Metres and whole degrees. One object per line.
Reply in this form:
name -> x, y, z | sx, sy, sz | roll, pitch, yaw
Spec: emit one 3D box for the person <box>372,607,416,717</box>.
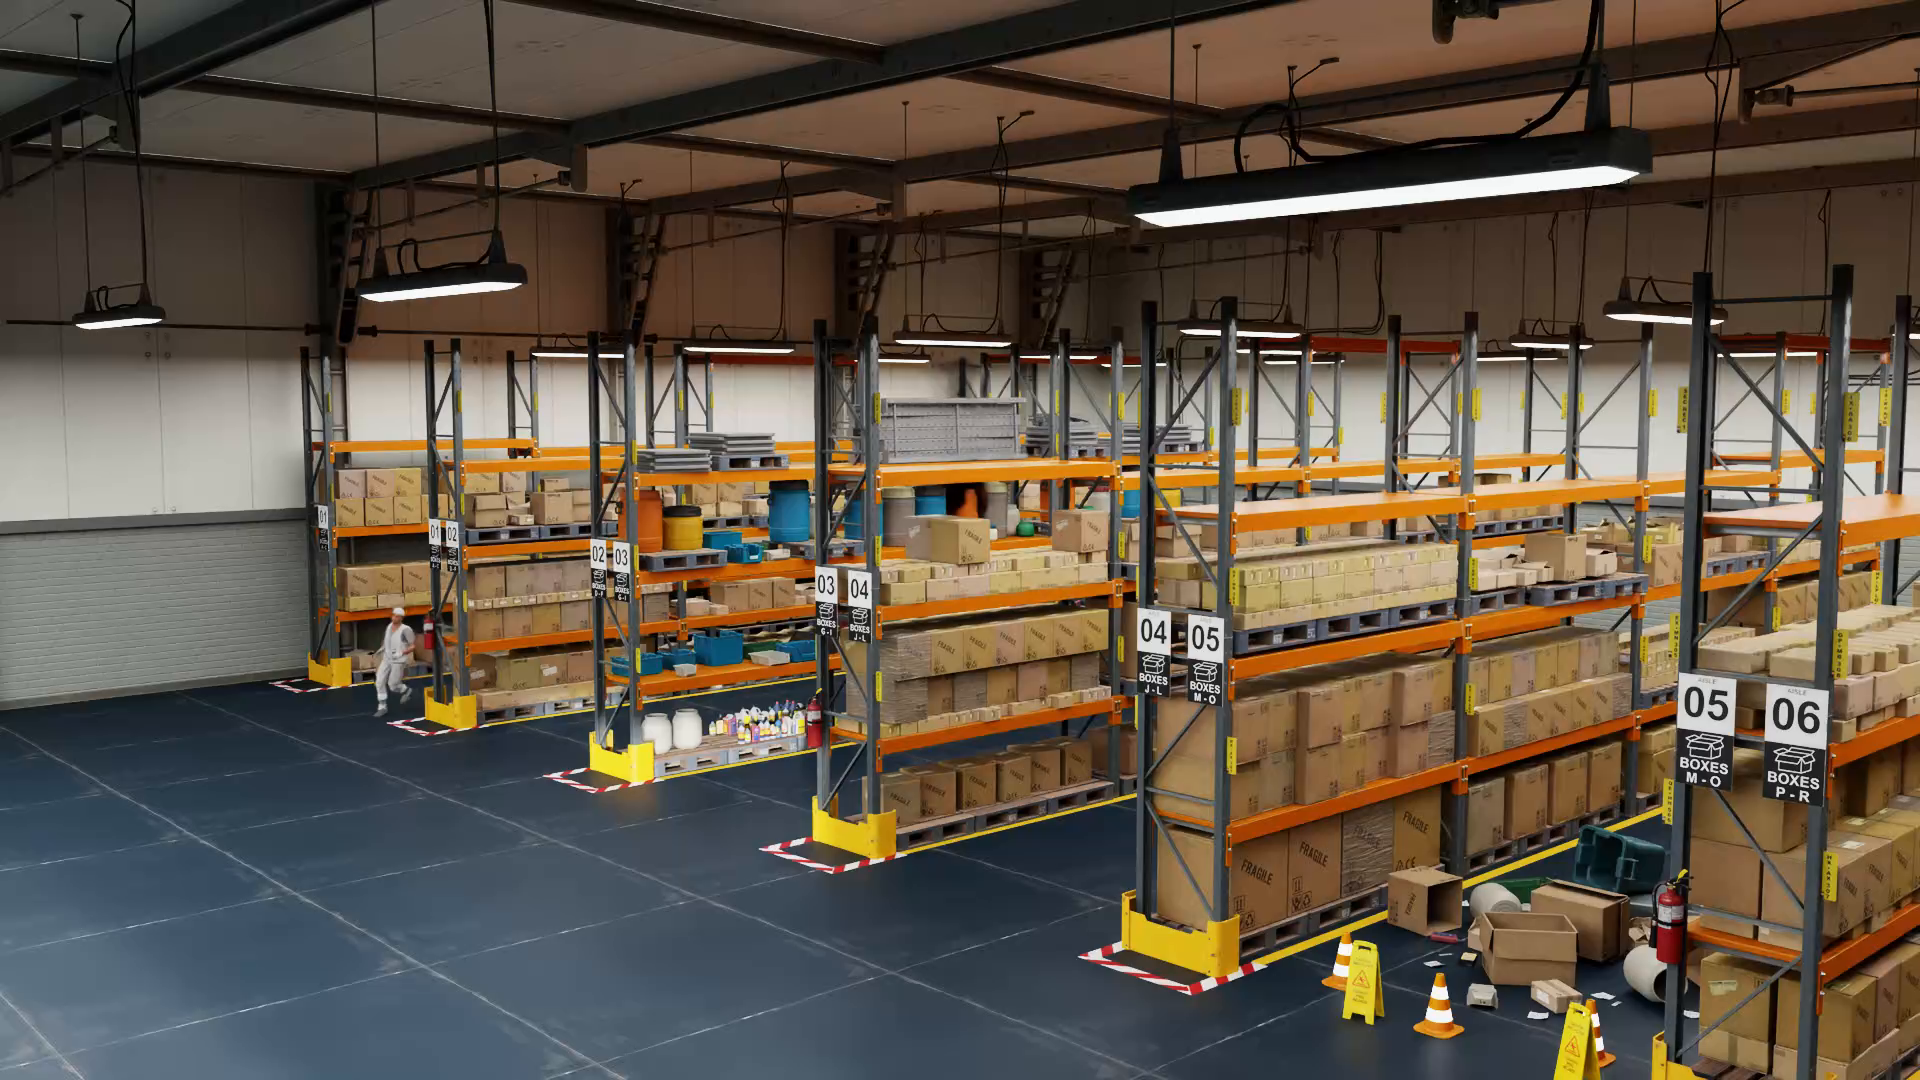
person -> -9.072, 1.957, 26.826 | 0.720, 1.769, 0.801 | 2, 5, 23
